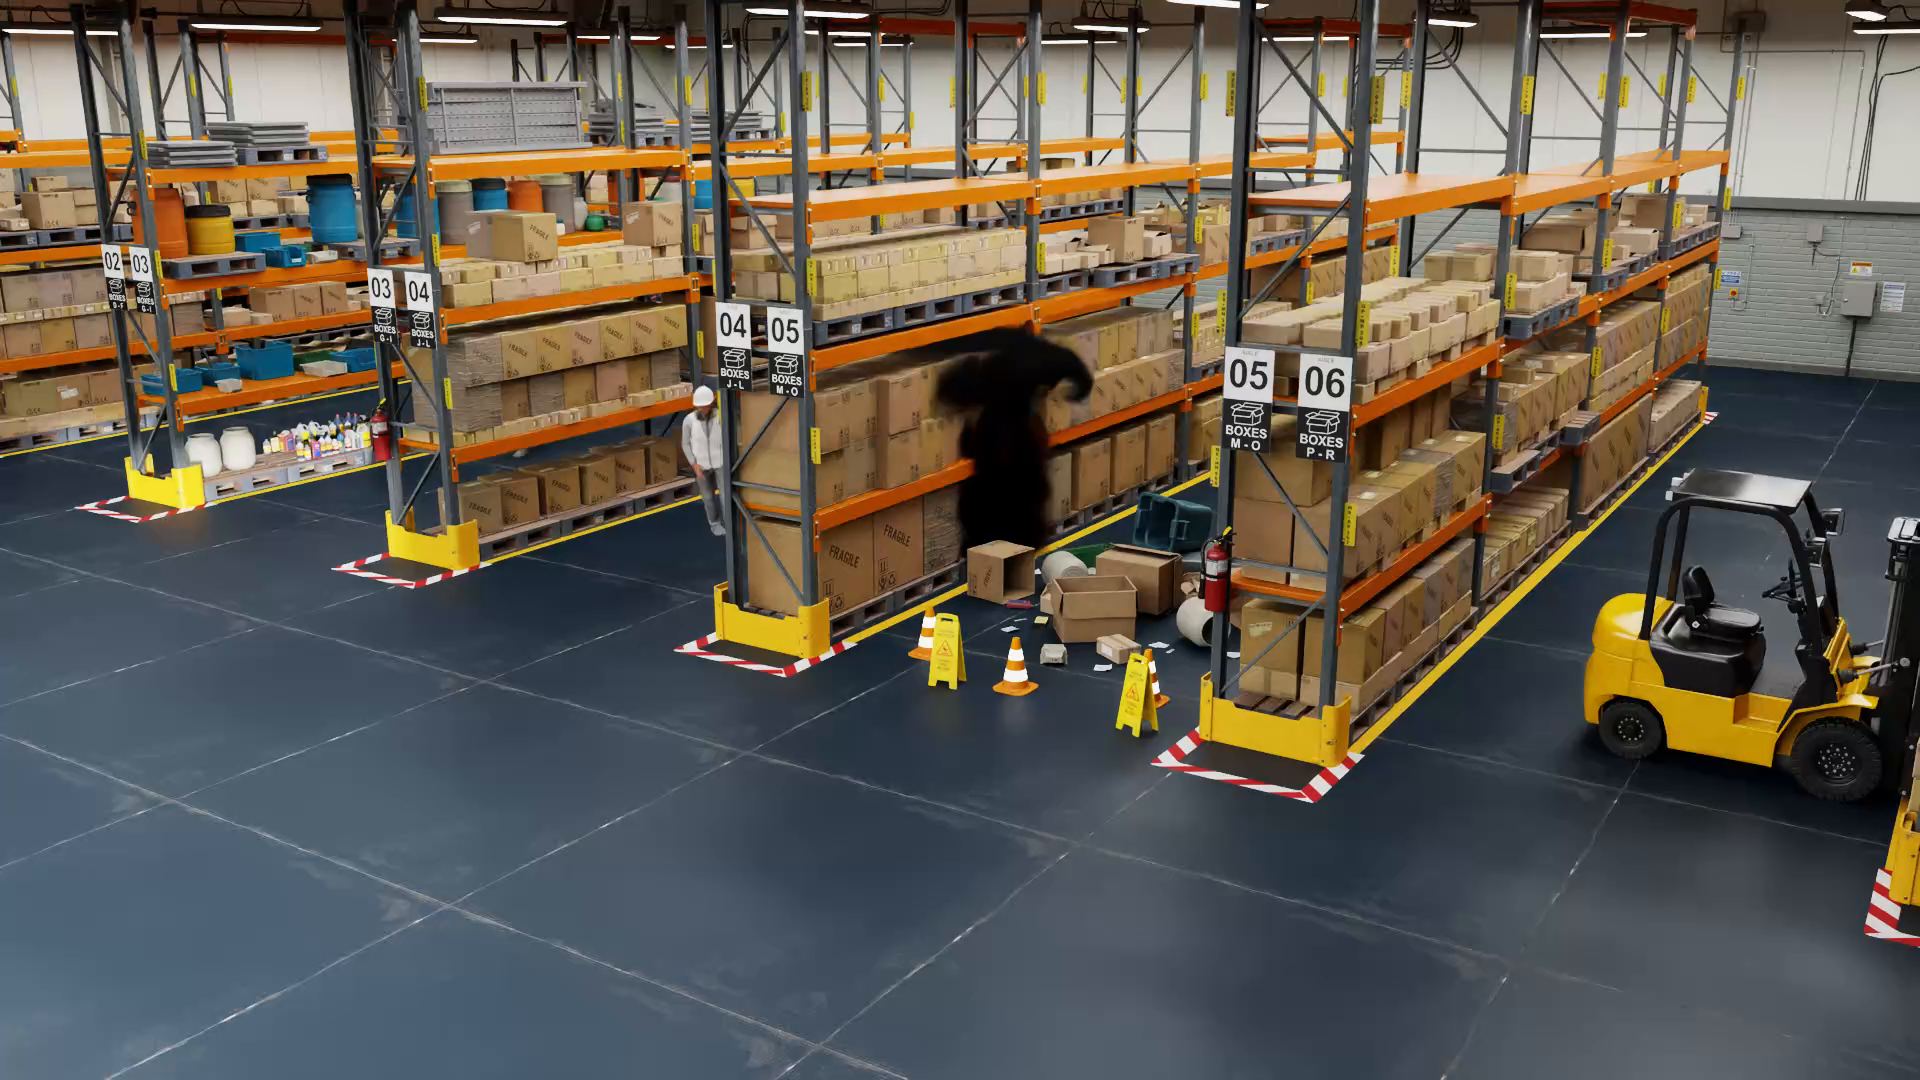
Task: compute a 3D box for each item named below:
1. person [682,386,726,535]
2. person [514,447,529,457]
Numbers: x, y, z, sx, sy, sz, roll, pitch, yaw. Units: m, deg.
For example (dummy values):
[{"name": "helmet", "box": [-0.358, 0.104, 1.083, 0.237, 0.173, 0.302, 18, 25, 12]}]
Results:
[{"name": "person", "box": [-2.653, -0.784, 17.844, 0.617, 1.817, 0.809, -1, 16, -2]}, {"name": "person", "box": [-6.175, -2.000, 23.270, 0.686, 1.685, 0.708, 4, 16, 13]}]
